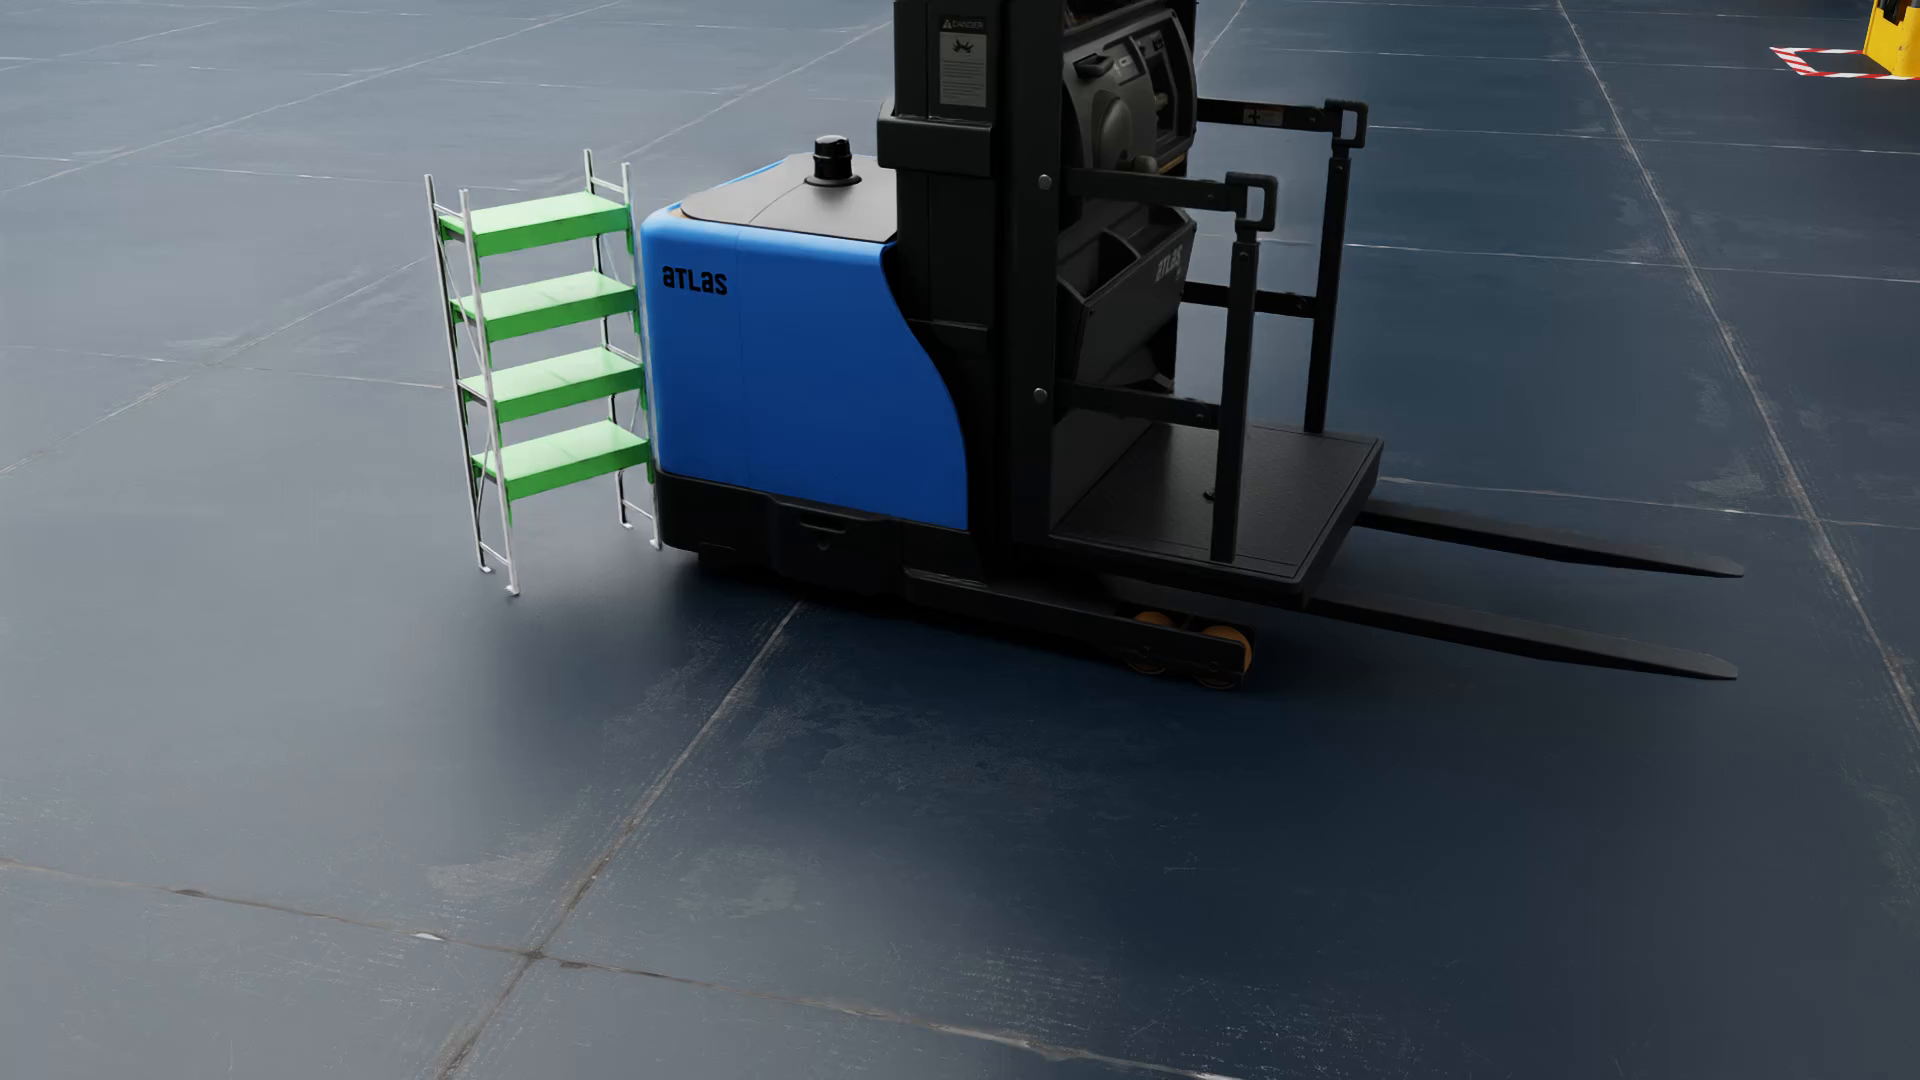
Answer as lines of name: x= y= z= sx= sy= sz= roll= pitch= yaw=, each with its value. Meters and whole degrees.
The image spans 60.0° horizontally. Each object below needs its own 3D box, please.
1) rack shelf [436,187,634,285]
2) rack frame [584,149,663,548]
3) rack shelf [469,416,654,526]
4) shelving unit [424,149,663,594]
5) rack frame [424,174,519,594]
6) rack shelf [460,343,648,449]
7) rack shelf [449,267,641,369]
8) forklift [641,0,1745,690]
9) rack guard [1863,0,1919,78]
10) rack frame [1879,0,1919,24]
rack shelf: x=-1.200 y=-0.865 z=4.703 sx=0.480 sy=0.148 sz=0.258 roll=-20 pitch=32 yaw=-36
rack frame: x=-1.014 y=-0.557 z=5.024 sx=0.015 sy=1.200 sz=0.240 roll=-20 pitch=32 yaw=-36
rack shelf: x=-1.200 y=-0.215 z=5.013 sx=0.480 sy=0.148 sz=0.258 roll=-20 pitch=32 yaw=-36
shelving unit: x=-1.200 y=-0.489 z=4.882 sx=0.503 sy=1.200 sz=0.258 roll=-20 pitch=32 yaw=-36
rack frame: x=-1.387 y=-0.422 z=4.740 sx=0.015 sy=1.200 sz=0.240 roll=-20 pitch=32 yaw=-36
rack shelf: x=-1.200 y=-0.432 z=4.910 sx=0.480 sy=0.148 sz=0.258 roll=-20 pitch=32 yaw=-36
rack shelf: x=-1.200 y=-0.648 z=4.806 sx=0.480 sy=0.148 sz=0.258 roll=-20 pitch=32 yaw=-36
forklift: x=0.642 y=-1.187 z=4.333 sx=3.031 sy=2.935 sz=1.130 roll=11 pitch=28 yaw=22
rack guard: x=7.433 y=-3.977 z=13.022 sx=0.348 sy=0.500 sz=1.175 roll=6 pitch=26 yaw=13
rack frame: x=7.359 y=-5.114 z=12.501 sx=0.127 sy=3.000 sz=1.000 roll=6 pitch=26 yaw=13
